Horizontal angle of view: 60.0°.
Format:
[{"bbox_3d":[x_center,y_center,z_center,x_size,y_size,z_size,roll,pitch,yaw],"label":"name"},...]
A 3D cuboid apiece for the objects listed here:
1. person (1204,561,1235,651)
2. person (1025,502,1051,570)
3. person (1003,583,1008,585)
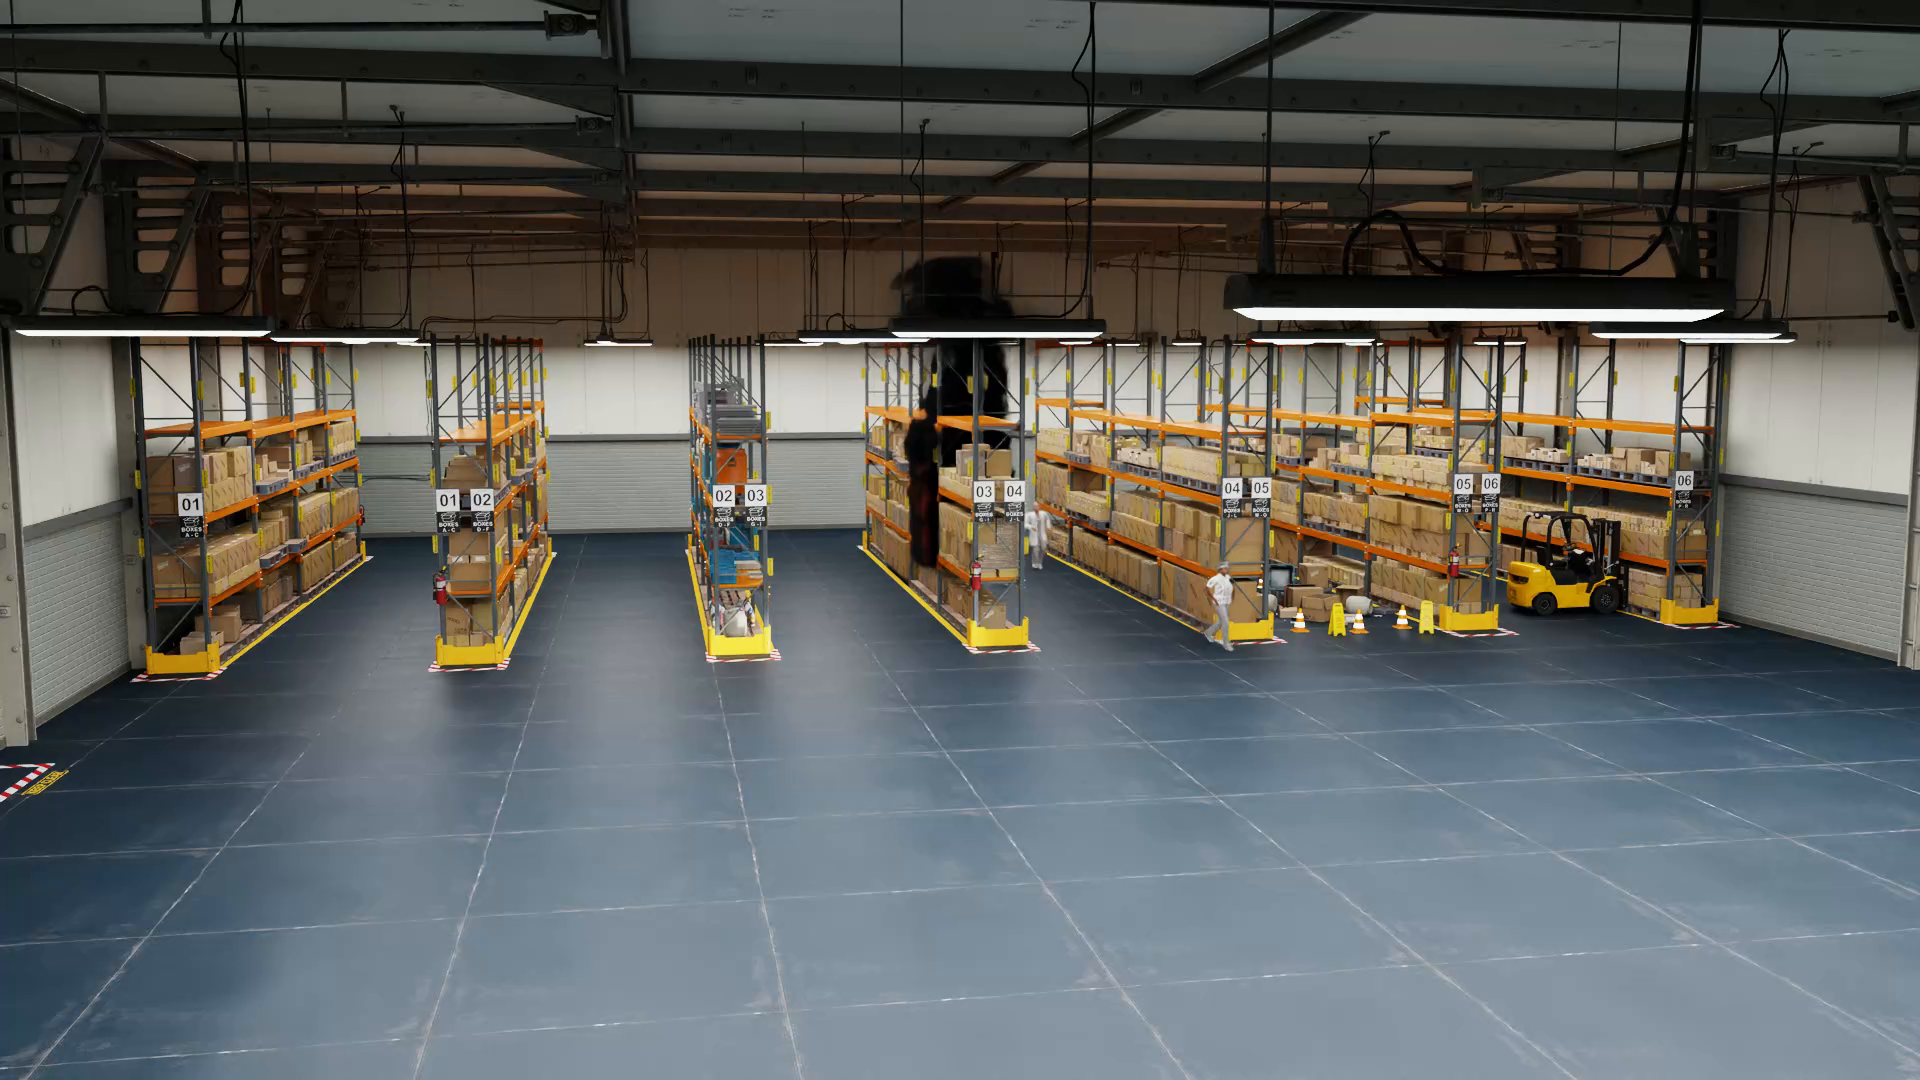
[{"bbox_3d":[4.983,1.240,31.923,0.595,1.714,0.826,-5,9,-40],"label":"person"},{"bbox_3d":[2.029,-0.100,43.354,0.719,1.770,0.741,-1,7,-7],"label":"person"},{"bbox_3d":[1.045,0.223,40.567,0.671,1.743,0.610,-2,7,-16],"label":"person"}]
